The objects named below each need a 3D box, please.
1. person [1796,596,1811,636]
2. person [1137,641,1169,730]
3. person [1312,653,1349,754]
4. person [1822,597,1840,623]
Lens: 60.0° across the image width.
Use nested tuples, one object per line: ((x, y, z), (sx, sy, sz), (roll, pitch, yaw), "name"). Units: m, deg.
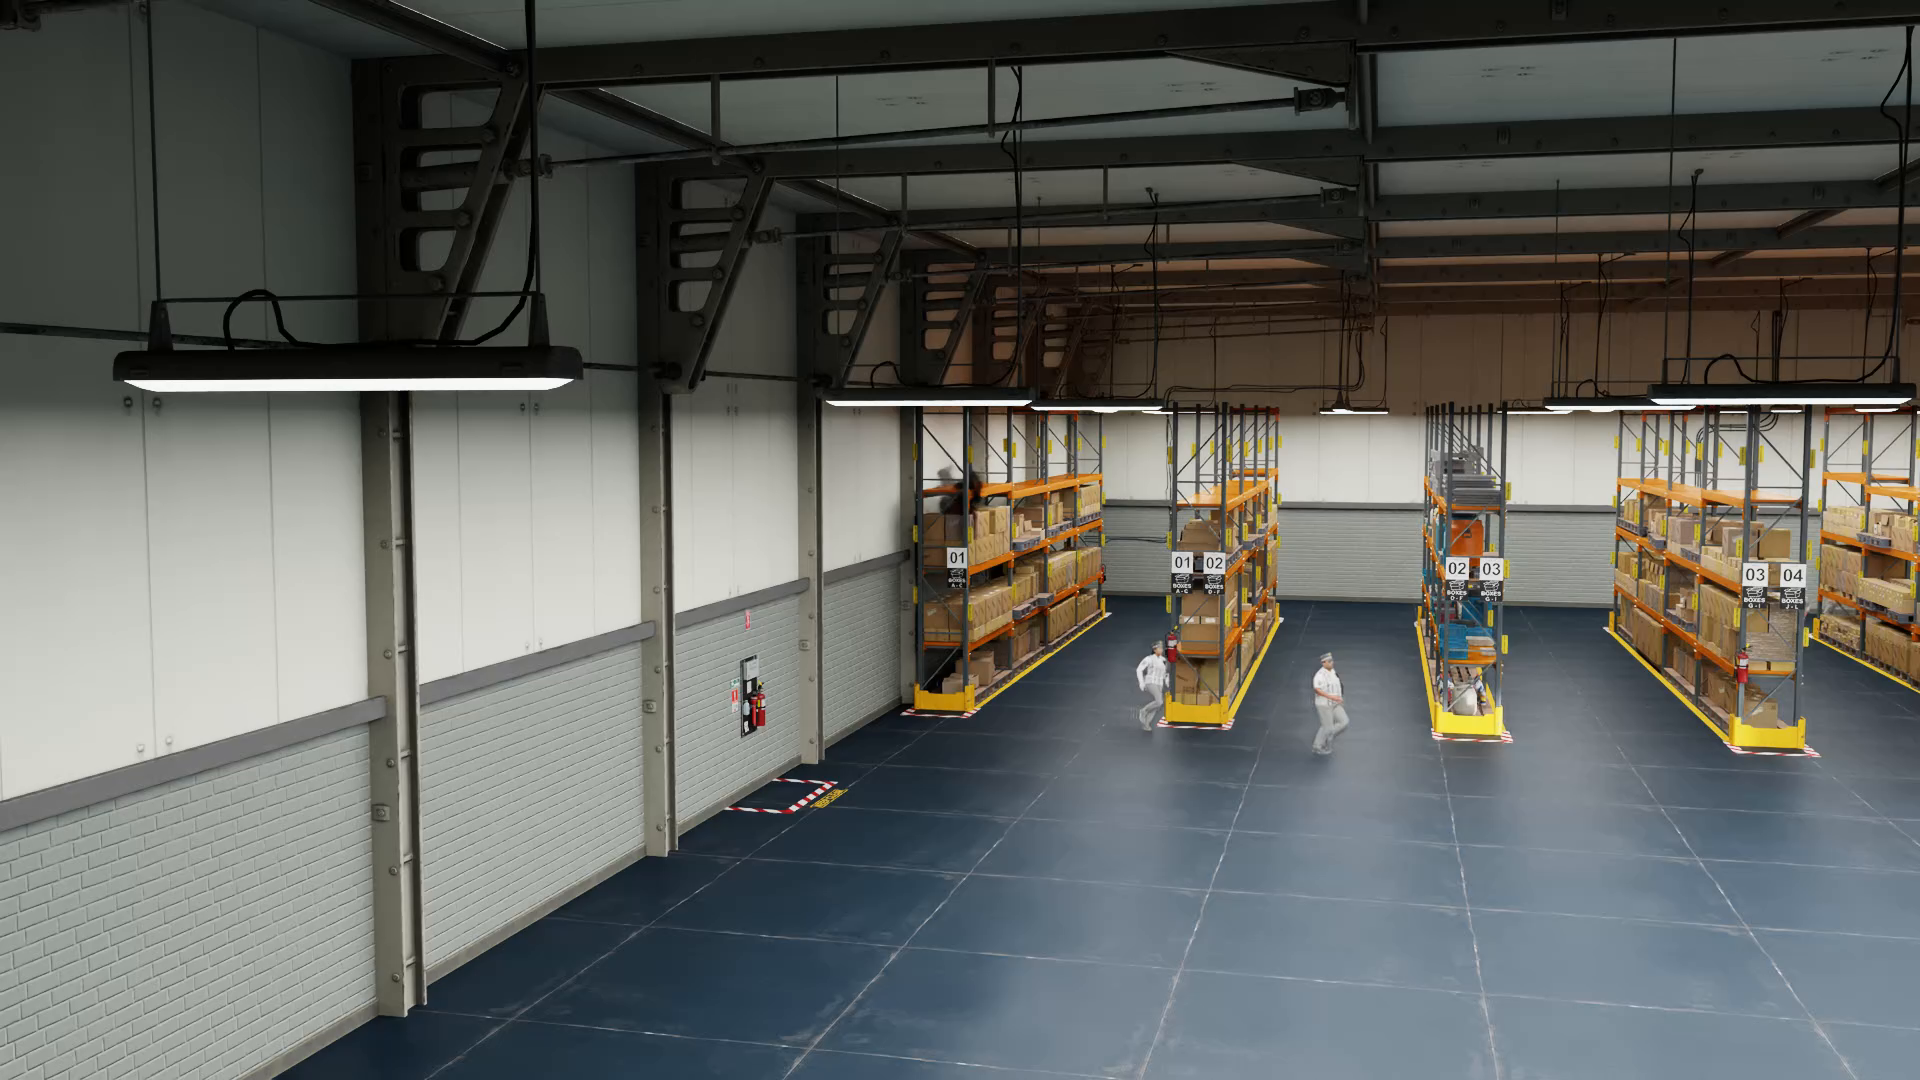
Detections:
((20.158, 1.893, 40.106), (0.671, 1.740, 0.568), (1, 4, 16), "person")
((3.614, 2.661, 30.452), (0.638, 1.620, 0.508), (-3, 5, -35), "person")
((6.274, 2.767, 28.187), (0.612, 1.744, 0.675), (4, 6, 43), "person")
((23.259, 1.780, 44.233), (0.643, 1.377, 0.594), (0, 4, 6), "person")
